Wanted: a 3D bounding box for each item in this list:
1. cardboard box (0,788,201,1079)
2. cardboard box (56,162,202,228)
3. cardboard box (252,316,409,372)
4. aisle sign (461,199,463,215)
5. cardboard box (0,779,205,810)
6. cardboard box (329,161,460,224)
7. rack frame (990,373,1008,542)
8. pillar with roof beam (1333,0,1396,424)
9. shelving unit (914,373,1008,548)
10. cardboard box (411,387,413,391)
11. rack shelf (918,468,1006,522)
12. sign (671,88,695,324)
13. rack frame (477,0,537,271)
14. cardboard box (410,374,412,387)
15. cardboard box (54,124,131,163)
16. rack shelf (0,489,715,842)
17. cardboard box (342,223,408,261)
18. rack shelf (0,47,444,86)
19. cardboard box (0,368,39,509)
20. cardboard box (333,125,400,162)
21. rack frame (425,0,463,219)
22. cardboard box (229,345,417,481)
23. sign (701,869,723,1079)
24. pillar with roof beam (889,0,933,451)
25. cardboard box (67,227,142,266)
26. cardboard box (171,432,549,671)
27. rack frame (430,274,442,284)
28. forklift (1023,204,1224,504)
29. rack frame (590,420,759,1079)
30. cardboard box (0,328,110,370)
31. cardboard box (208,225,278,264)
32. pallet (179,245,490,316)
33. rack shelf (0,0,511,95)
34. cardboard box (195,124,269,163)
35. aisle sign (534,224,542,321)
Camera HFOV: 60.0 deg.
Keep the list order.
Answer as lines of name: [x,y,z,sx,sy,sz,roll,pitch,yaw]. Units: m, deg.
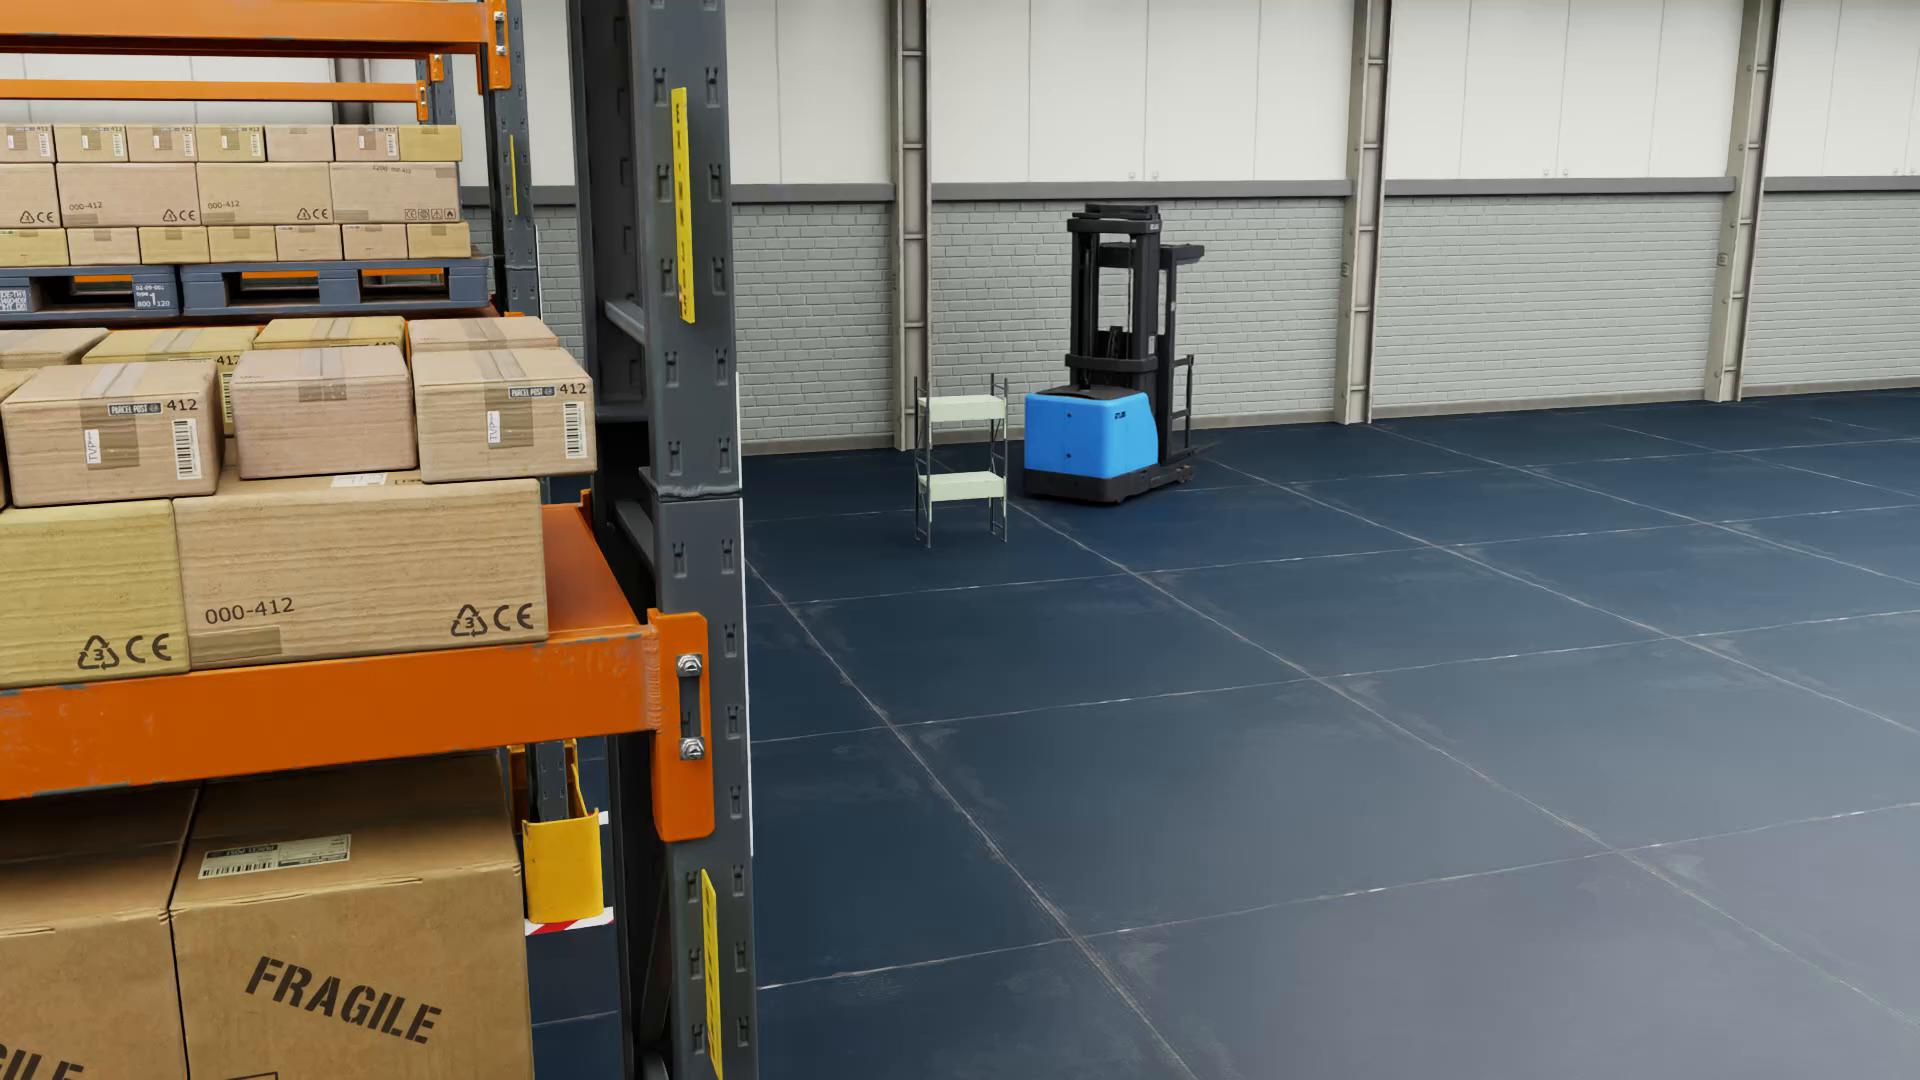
cardboard box: [-1.469,0.743,2.626,0.500,0.500,0.500,-4,14,-18]
cardboard box: [-3.366,-1.419,6.808,0.500,0.250,0.500,-5,14,-18]
cardboard box: [-1.166,-0.323,3.107,0.250,0.149,0.380,-4,14,-17]
aisle sign: [-3.564,-2.090,11.935,0.004,0.787,0.394,-4,14,-18]
cardboard box: [-1.639,0.626,3.117,0.500,0.500,0.500,-4,14,-18]
cardboard box: [-2.415,-1.492,7.117,0.500,0.250,0.500,-4,14,-17]
rack frame: [0.353,-0.757,15.192,0.023,1.500,0.400,-4,14,-18]
pillar with roof beam: [6.497,-4.979,16.734,0.400,9.000,9.100,-4,14,-18]
shelving unit: [0.006,-0.730,15.079,0.755,1.500,0.431,-4,14,-18]
cardboard box: [-2.405,-0.385,7.729,0.550,0.550,0.875,-4,14,-18]
rack shelf: [0.006,-0.413,15.154,0.720,0.370,0.431,-4,14,-18]
sign: [-0.396,-0.477,2.379,0.005,0.325,0.100,-4,14,-18]
rack frame: [-2.041,-2.724,7.257,0.127,3.000,1.000,-4,14,-18]
cardboard box: [-4.142,-0.977,12.016,0.500,0.500,0.500,-5,14,-19]
cardboard box: [-3.457,-1.591,6.669,0.250,0.149,0.380,-5,14,-19]
rack shelf: [-2.450,0.328,2.462,4.000,0.370,1.077,-4,14,-18]
cardboard box: [-2.487,-1.278,7.080,0.250,0.149,0.380,-4,14,-18]
rack shelf: [-5.611,-3.303,11.253,4.000,0.370,1.077,-4,14,-18]
cardboard box: [-1.457,-0.140,2.338,0.250,0.149,0.380,-4,14,-18]
cardboard box: [-2.489,-1.666,6.987,0.250,0.149,0.380,-4,14,-18]
rack frame: [-3.715,-3.802,11.790,0.127,3.000,1.000,-4,14,-18]
cardboard box: [-1.002,-0.208,2.624,0.250,0.149,0.380,-5,14,-20]
sign: [-0.396,0.696,2.658,0.005,0.325,0.100,-4,14,-18]
pillar with roof beam: [0.811,-4.536,14.873,0.400,9.000,9.100,-4,14,-18]
cardboard box: [-3.452,-1.203,6.764,0.250,0.149,0.380,-4,14,-18]
cardboard box: [-0.930,-0.005,2.633,0.500,0.250,0.500,-4,14,-17]
rack frame: [-5.302,-1.972,17.060,0.127,3.000,1.000,-4,14,-18]
forklift: [1.885,-2.080,17.660,1.130,2.935,3.031,9,16,33]
rack frame: [-0.554,1.290,3.346,0.127,3.000,1.000,-4,14,-18]
cardboard box: [-1.647,-0.273,2.896,0.250,0.149,0.380,-4,14,-16]
cardboard box: [-2.970,-1.241,6.922,0.250,0.149,0.380,-4,14,-18]
pallet: [-2.740,-1.165,7.374,1.213,0.211,1.003,-4,14,-18]
rack shelf: [-3.936,-2.032,6.766,4.000,0.370,1.077,-4,14,-18]
cardboard box: [-2.977,-1.628,6.826,0.250,0.149,0.380,-4,14,-17]
aisle sign: [-1.878,-1.010,7.396,0.004,0.787,0.394,-4,14,-18]
